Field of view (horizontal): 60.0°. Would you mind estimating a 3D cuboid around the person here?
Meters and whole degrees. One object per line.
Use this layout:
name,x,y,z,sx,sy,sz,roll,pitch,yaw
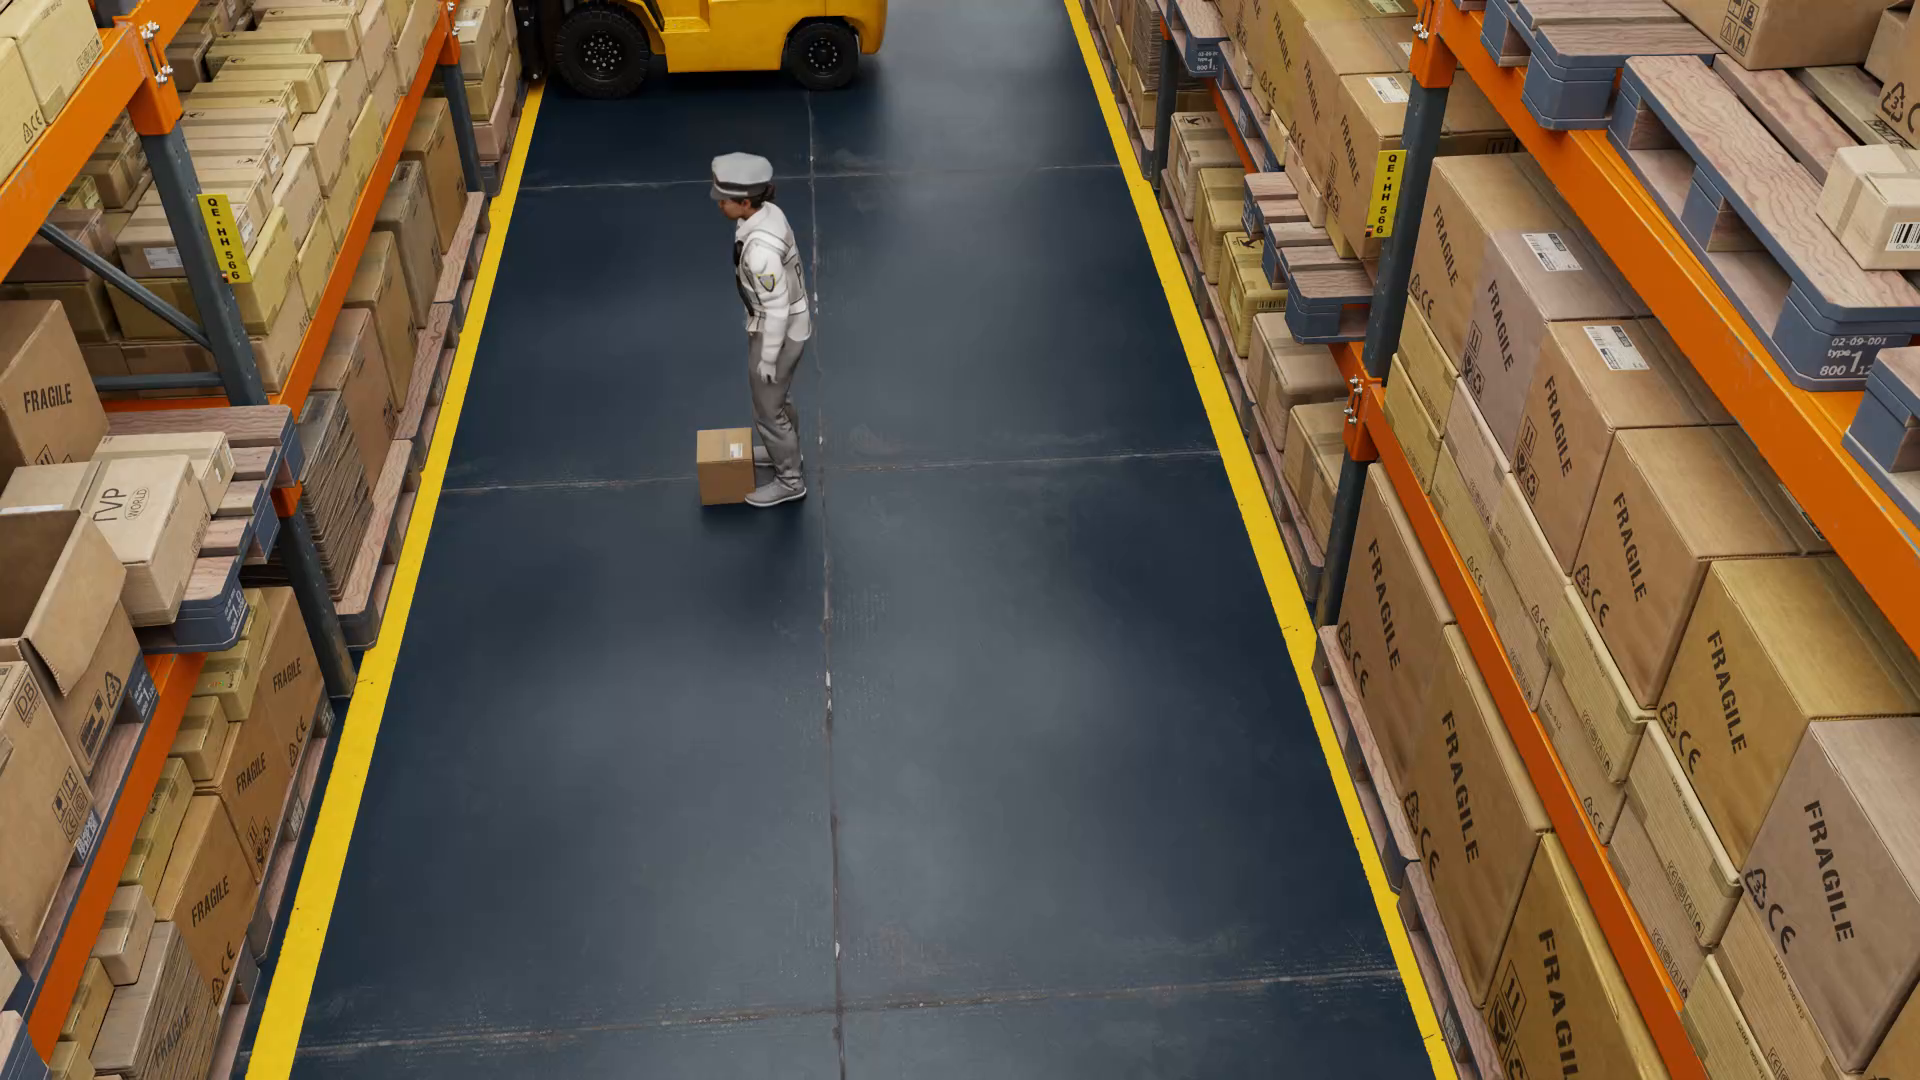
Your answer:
person,-0.836,-0.903,7.254,0.375,1.662,0.531,-5,40,-6
